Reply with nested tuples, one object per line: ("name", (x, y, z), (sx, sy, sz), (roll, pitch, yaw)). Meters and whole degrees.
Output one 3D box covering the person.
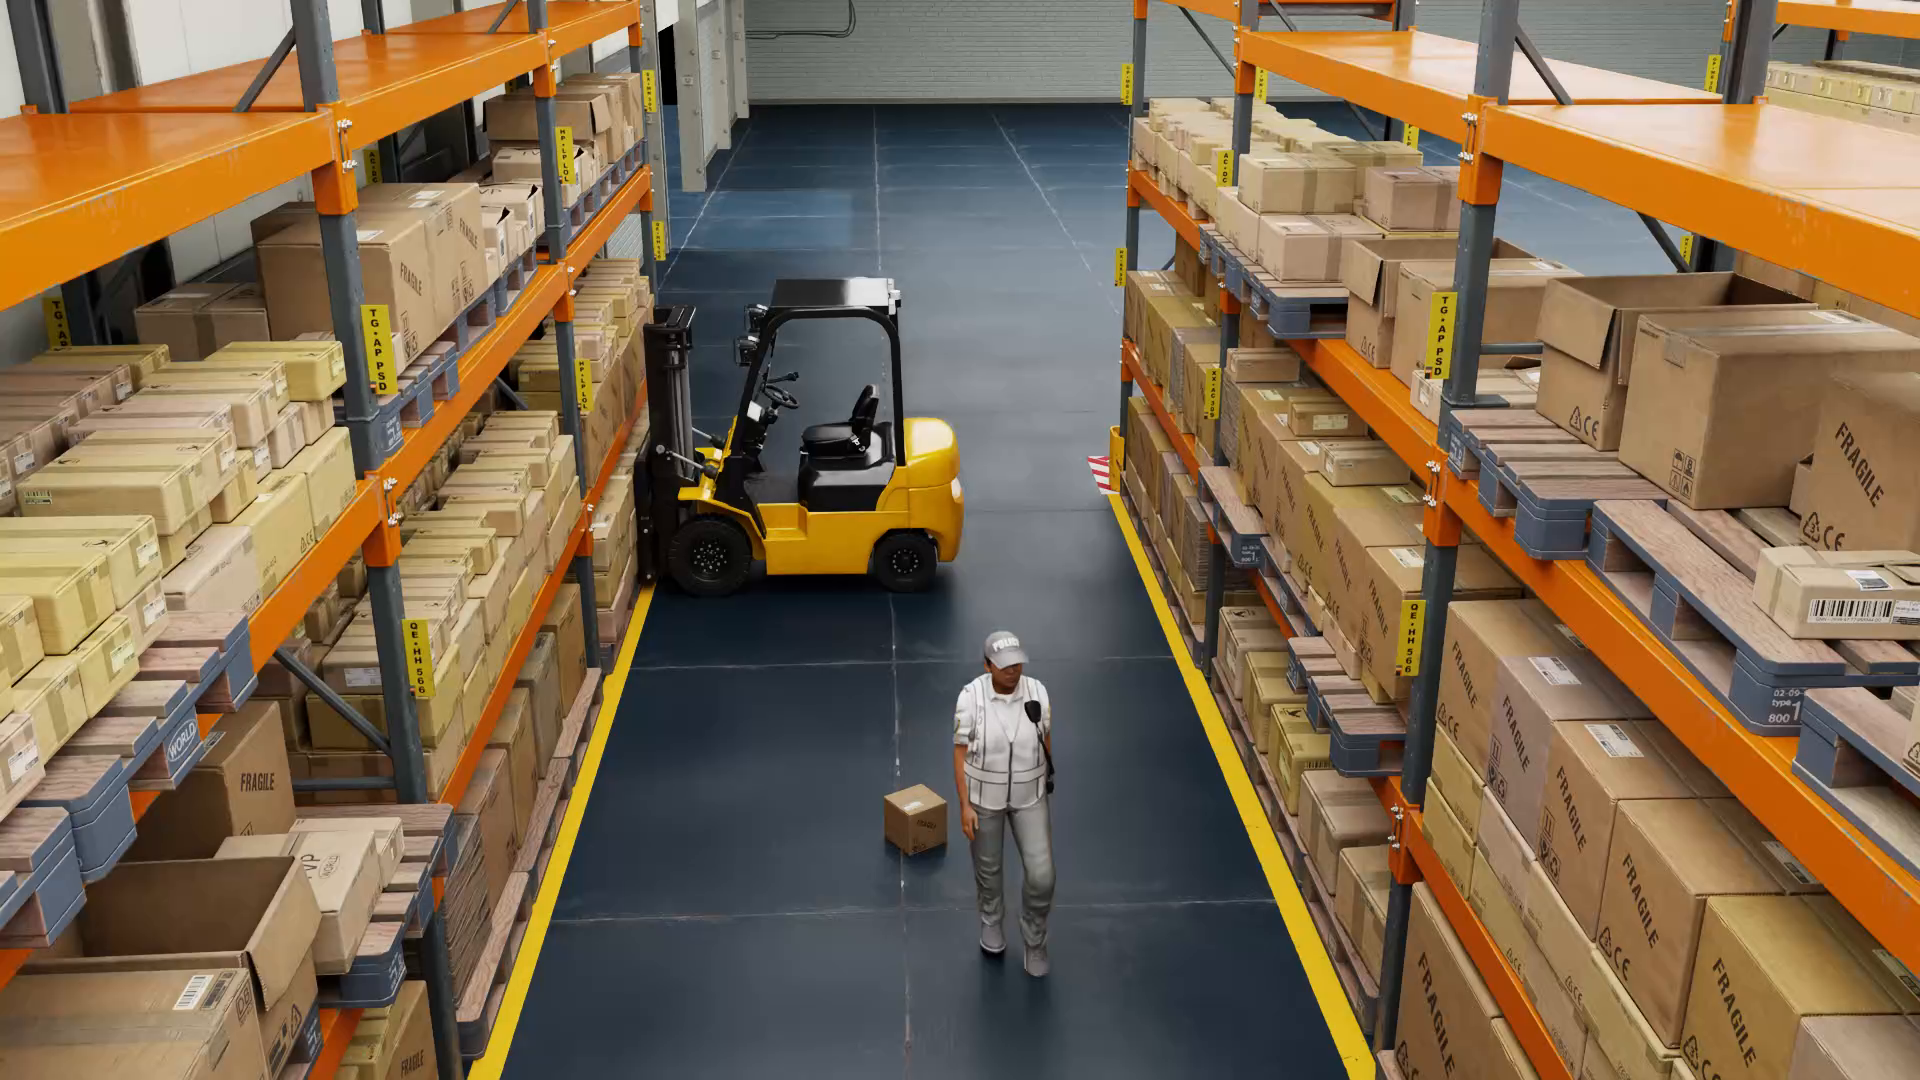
("person", (0.206, 1.179, 7.761), (0.476, 1.582, 0.485), (-2, 21, -6))
